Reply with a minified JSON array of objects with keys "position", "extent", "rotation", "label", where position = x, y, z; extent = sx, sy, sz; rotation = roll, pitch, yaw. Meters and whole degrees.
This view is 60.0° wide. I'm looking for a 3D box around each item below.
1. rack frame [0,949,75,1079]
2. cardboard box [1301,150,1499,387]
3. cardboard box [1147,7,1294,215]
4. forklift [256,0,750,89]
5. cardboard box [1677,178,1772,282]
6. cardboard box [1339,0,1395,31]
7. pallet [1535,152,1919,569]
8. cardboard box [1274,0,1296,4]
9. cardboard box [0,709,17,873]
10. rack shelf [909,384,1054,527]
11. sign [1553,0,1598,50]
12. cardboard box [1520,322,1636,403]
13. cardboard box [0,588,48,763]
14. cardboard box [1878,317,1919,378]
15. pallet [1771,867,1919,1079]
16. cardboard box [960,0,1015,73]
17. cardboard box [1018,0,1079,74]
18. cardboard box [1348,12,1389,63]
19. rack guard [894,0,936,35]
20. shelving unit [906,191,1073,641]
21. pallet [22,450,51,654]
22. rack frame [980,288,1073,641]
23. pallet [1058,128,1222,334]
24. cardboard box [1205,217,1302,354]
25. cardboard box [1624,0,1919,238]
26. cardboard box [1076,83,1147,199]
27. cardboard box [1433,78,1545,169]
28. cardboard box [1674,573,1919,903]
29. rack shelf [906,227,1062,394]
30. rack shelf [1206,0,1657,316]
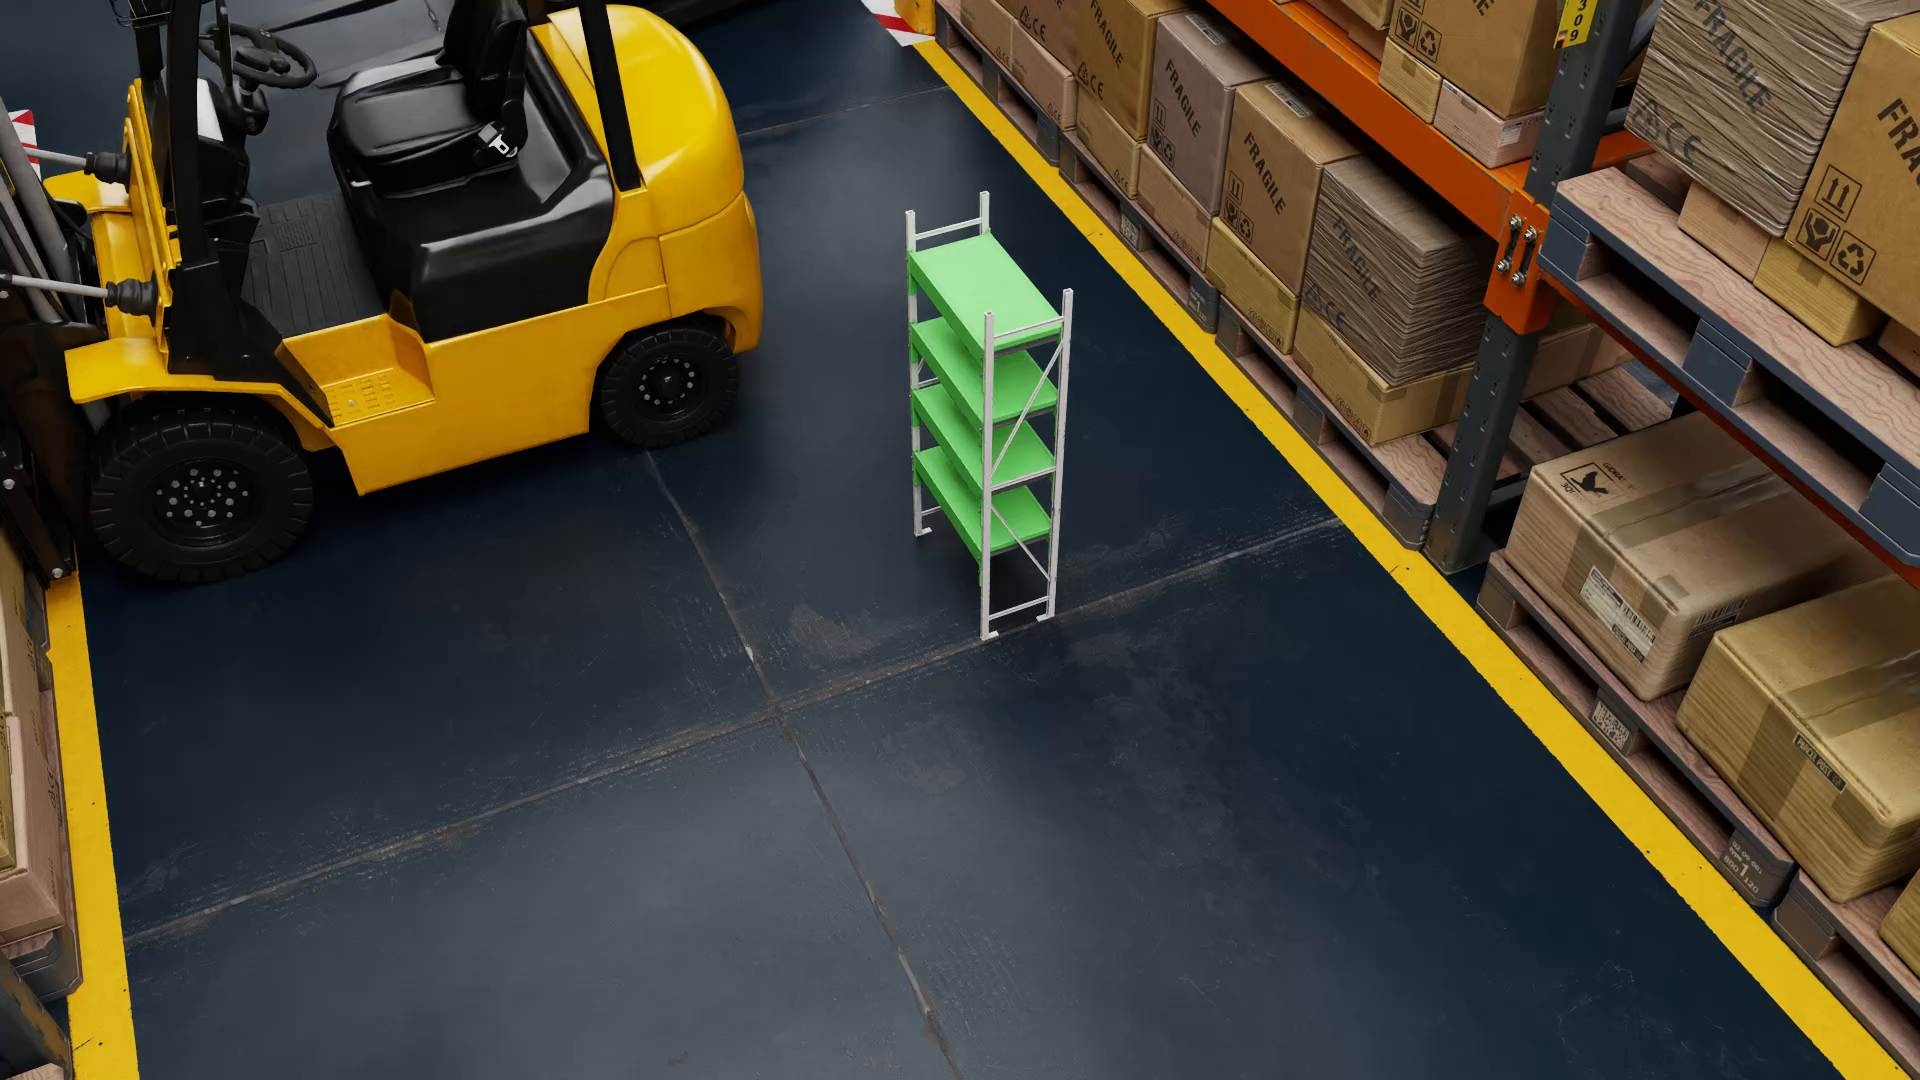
[{"position":[-2.577,0.332,2.778],"extent":[1.000,3.000,0.127],"rotation":[-18,47,-17],"label":"rack frame"},{"position":[1.433,-0.872,5.123],"extent":[0.500,0.500,0.500],"rotation":[-19,48,-18],"label":"cardboard box"},{"position":[1.001,-1.520,5.780],"extent":[0.500,0.500,0.500],"rotation":[-16,47,-15],"label":"cardboard box"},{"position":[-1.661,-3.588,6.799],"extent":[3.031,2.935,1.130],"rotation":[-30,52,-27],"label":"forklift"},{"position":[1.871,-0.751,3.755],"extent":[0.380,0.149,0.250],"rotation":[-17,47,-17],"label":"cardboard box"},{"position":[1.290,-1.814,4.669],"extent":[0.500,0.500,0.500],"rotation":[-17,47,-16],"label":"cardboard box"},{"position":[2.114,-0.538,3.796],"extent":[1.003,0.211,1.213],"rotation":[-18,47,-17],"label":"pallet"},{"position":[1.083,-1.808,5.126],"extent":[0.380,0.149,0.250],"rotation":[-19,48,-18],"label":"cardboard box"},{"position":[-2.501,0.584,3.826],"extent":[0.500,0.250,0.500],"rotation":[-18,47,-18],"label":"cardboard box"},{"position":[0.070,-0.276,4.767],"extent":[0.258,0.148,0.480],"rotation":[-18,47,-17],"label":"rack shelf"},{"position":[1.436,-1.279,3.795],"extent":[0.100,0.325,0.005],"rotation":[-18,47,-17],"label":"sign"},{"position":[1.922,-0.763,5.546],"extent":[0.500,0.250,0.500],"rotation":[-20,48,-19],"label":"cardboard box"},{"position":[-2.708,0.436,4.331],"extent":[0.500,0.250,0.500],"rotation":[-19,48,-18],"label":"cardboard box"},{"position":[2.156,-0.431,3.431],"extent":[0.380,0.149,0.250],"rotation":[-15,47,-15],"label":"cardboard box"},{"position":[2.770,1.130,3.954],"extent":[1.003,0.211,1.213],"rotation":[-18,47,-17],"label":"pallet"},{"position":[0.331,-2.261,7.064],"extent":[0.500,0.250,0.500],"rotation":[-18,48,-18],"label":"cardboard box"},{"position":[0.565,-2.181,6.449],"extent":[0.500,0.500,0.500],"rotation":[-20,48,-19],"label":"cardboard box"},{"position":[1.363,-1.508,4.822],"extent":[0.380,0.149,0.250],"rotation":[-18,47,-17],"label":"cardboard box"},{"position":[0.275,-2.747,7.678],"extent":[1.175,0.500,0.348],"rotation":[-18,47,-17],"label":"rack guard"},{"position":[0.070,-0.322,4.722],"extent":[0.258,1.200,0.503],"rotation":[-18,47,-17],"label":"shelving unit"},{"position":[-3.391,0.027,5.073],"extent":[1.003,0.211,1.213],"rotation":[-18,47,-17],"label":"pallet"},{"position":[0.172,-0.166,4.564],"extent":[0.240,1.200,0.015],"rotation":[-18,47,-17],"label":"rack frame"},{"position":[1.093,-1.340,6.458],"extent":[1.003,0.211,1.213],"rotation":[-18,47,-17],"label":"pallet"},{"position":[1.199,-0.941,5.727],"extent":[0.500,0.250,0.500],"rotation":[-19,48,-18],"label":"cardboard box"},{"position":[1.862,-1.044,3.590],"extent":[0.500,0.500,0.500],"rotation":[-17,47,-16],"label":"cardboard box"},{"position":[0.780,-1.589,6.383],"extent":[0.500,0.250,0.500],"rotation":[-15,47,-15],"label":"cardboard box"},{"position":[1.513,-1.162,4.471],"extent":[0.380,0.149,0.250],"rotation":[-18,48,-18],"label":"cardboard box"},{"position":[2.453,0.440,4.240],"extent":[0.950,0.372,0.625],"rotation":[-15,47,-15],"label":"cardboard box"},{"position":[0.070,-0.618,4.429],"extent":[0.258,0.148,0.480],"rotation":[-18,47,-17],"label":"rack shelf"},{"position":[1.084,-2.155,5.810],"extent":[1.077,0.370,4.000],"rotation":[-18,47,-17],"label":"rack shelf"}]
